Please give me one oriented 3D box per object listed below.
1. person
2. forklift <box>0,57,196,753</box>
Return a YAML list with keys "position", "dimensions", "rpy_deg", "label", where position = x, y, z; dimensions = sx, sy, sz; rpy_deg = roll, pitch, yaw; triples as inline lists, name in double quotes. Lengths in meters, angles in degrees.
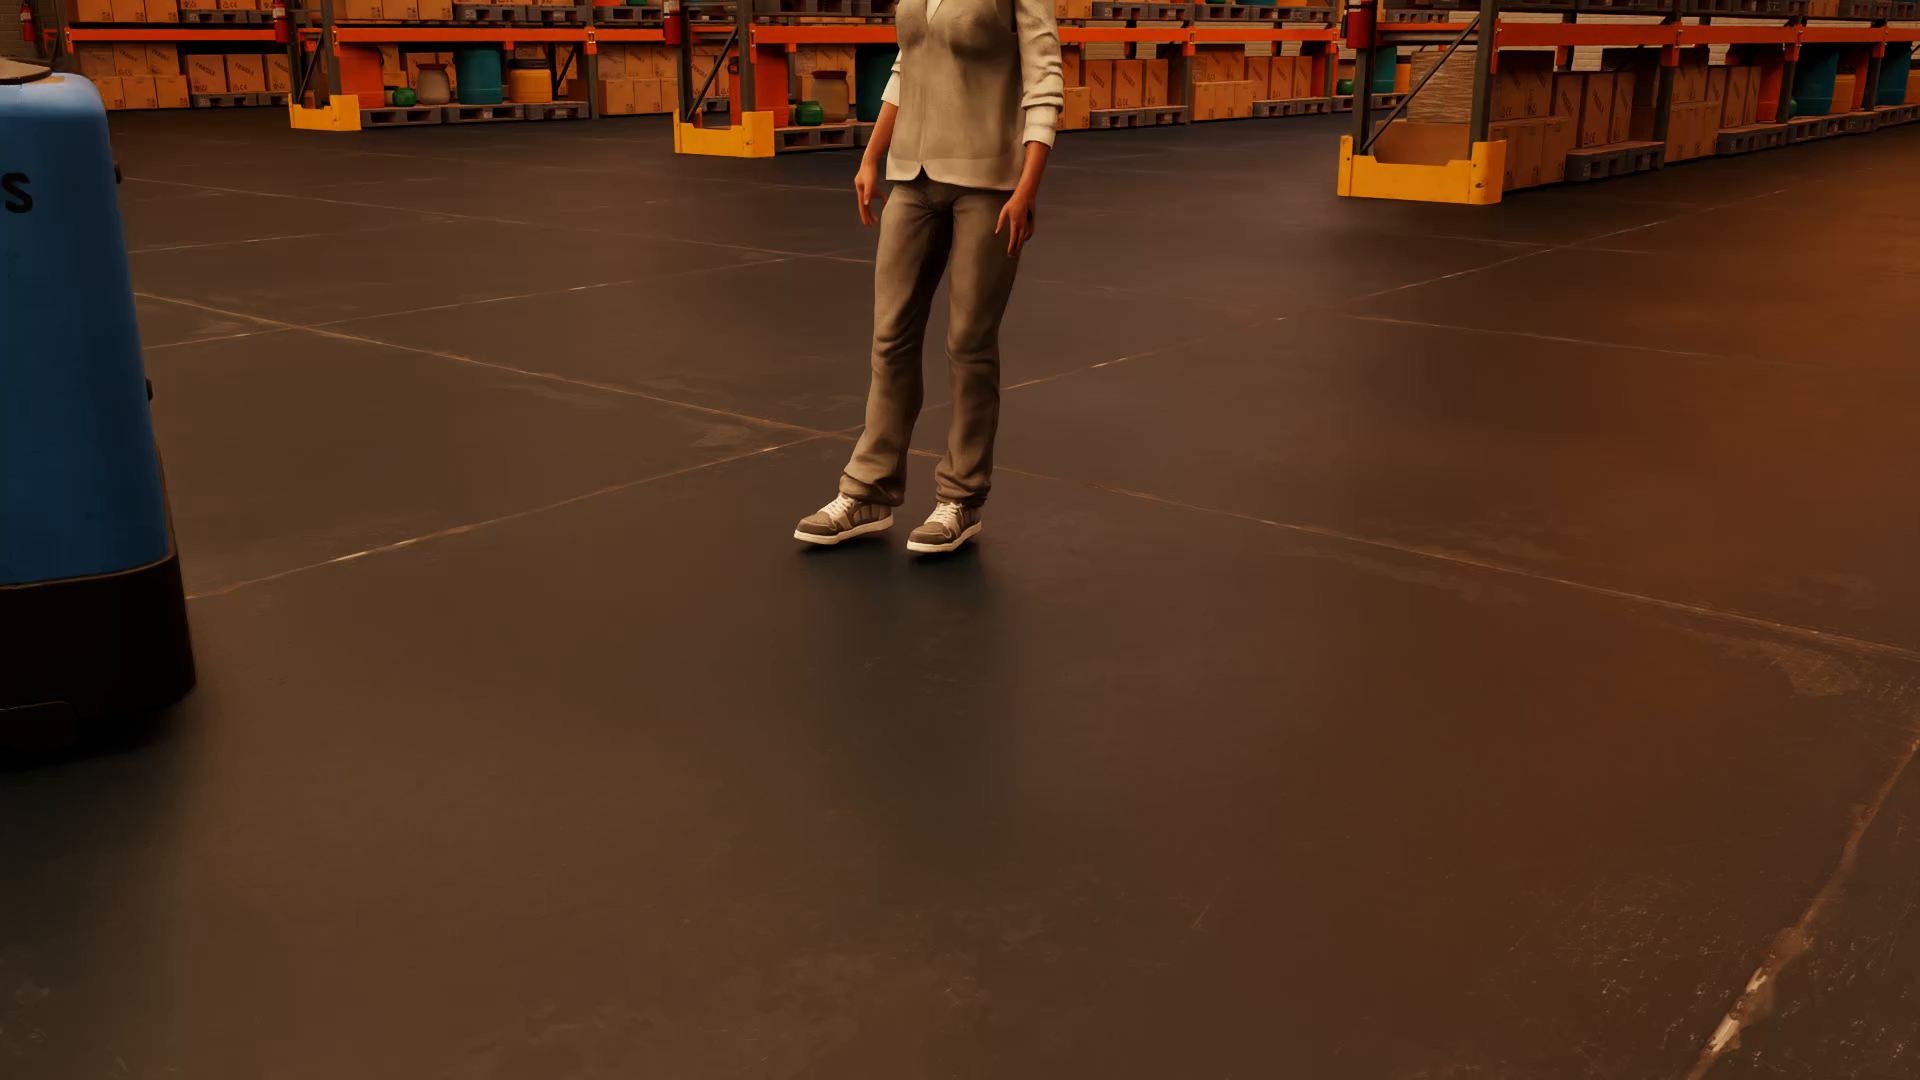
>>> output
- position: [-0.058, -0.757, 3.662]
  dimensions: [0.520, 1.597, 0.475]
  rpy_deg: [13, 21, 37]
  label: "person"
- position: [-2.868, -0.999, 2.187]
  dimensions: [3.031, 2.935, 1.130]
  rpy_deg: [-8, 19, -26]
  label: "forklift"
